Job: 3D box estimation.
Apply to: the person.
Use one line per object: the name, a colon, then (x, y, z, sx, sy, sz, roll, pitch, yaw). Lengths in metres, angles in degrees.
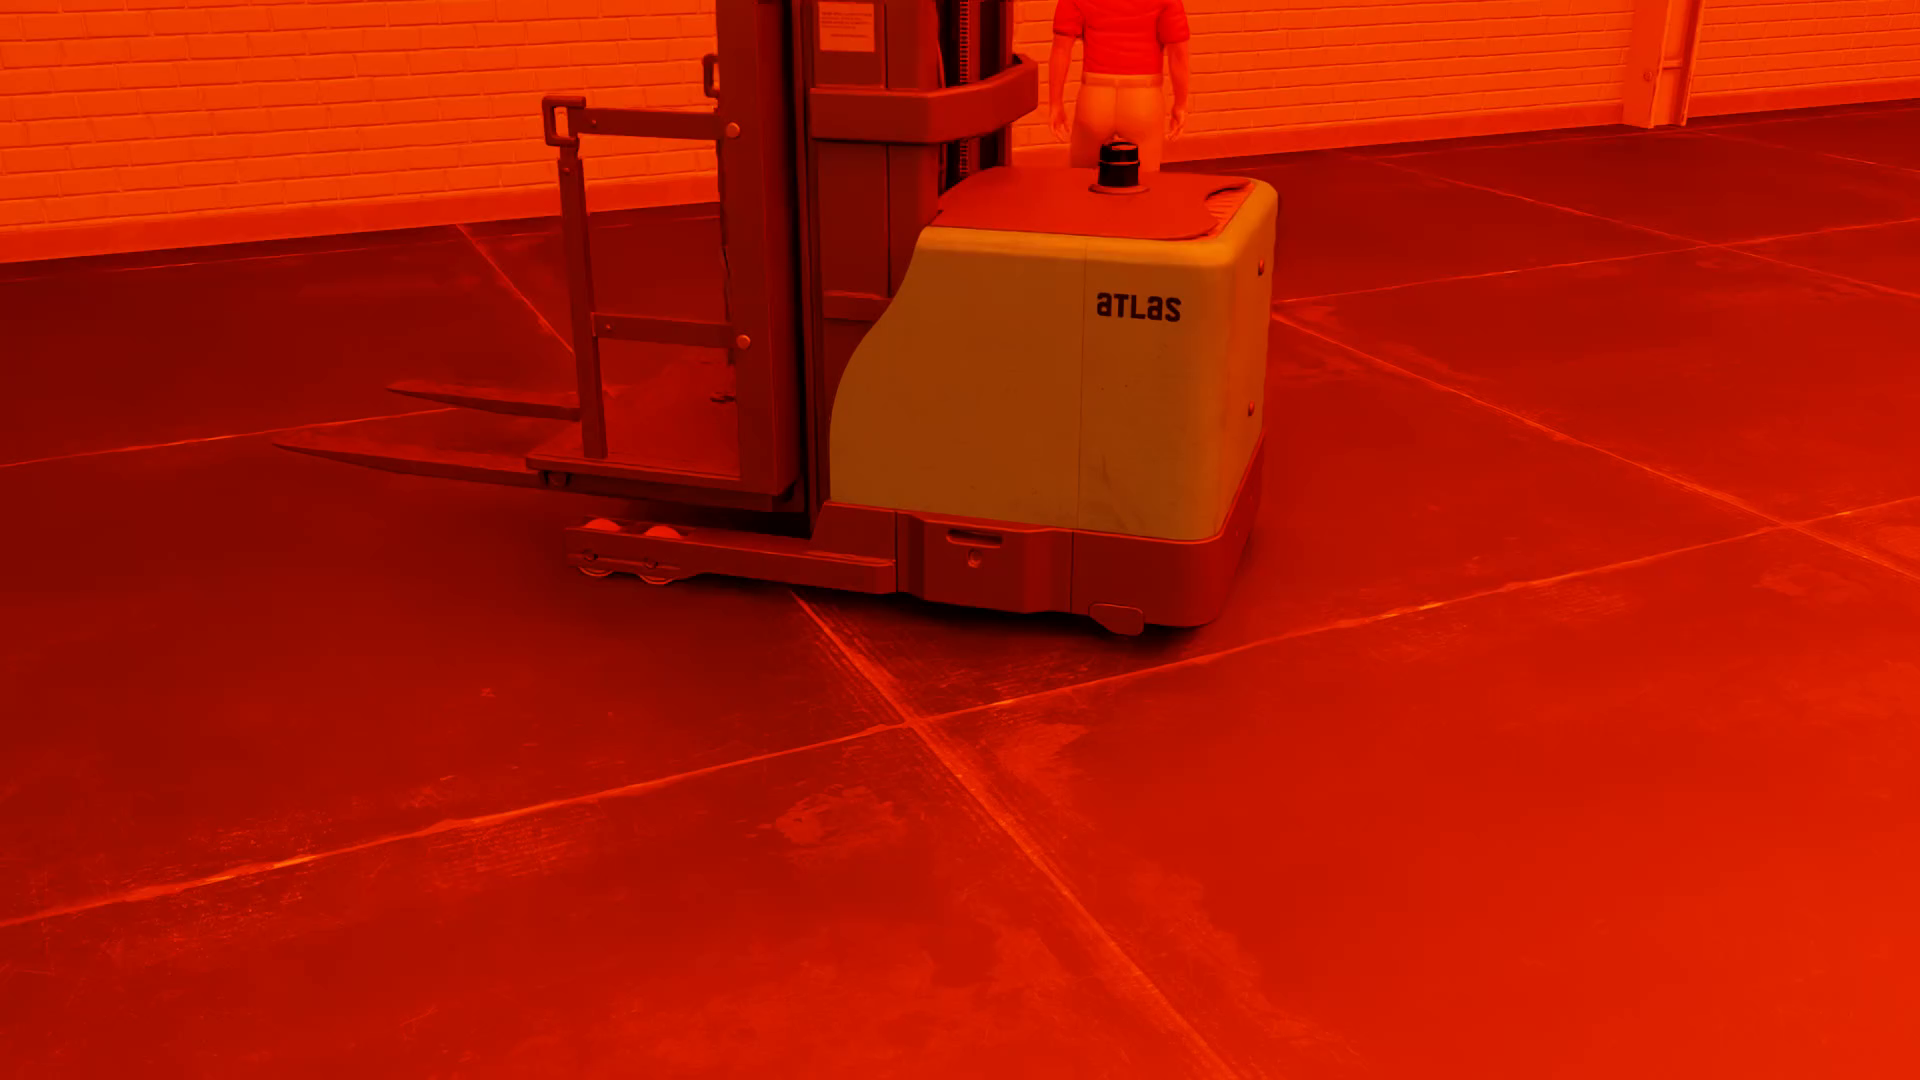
person: (0.742, -1.961, 7.709, 0.636, 1.787, 0.504, 6, 23, 14)

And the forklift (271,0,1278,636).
forklift: (-0.639, -1.409, 4.678, 3.031, 2.935, 1.130, 7, 23, 16)
